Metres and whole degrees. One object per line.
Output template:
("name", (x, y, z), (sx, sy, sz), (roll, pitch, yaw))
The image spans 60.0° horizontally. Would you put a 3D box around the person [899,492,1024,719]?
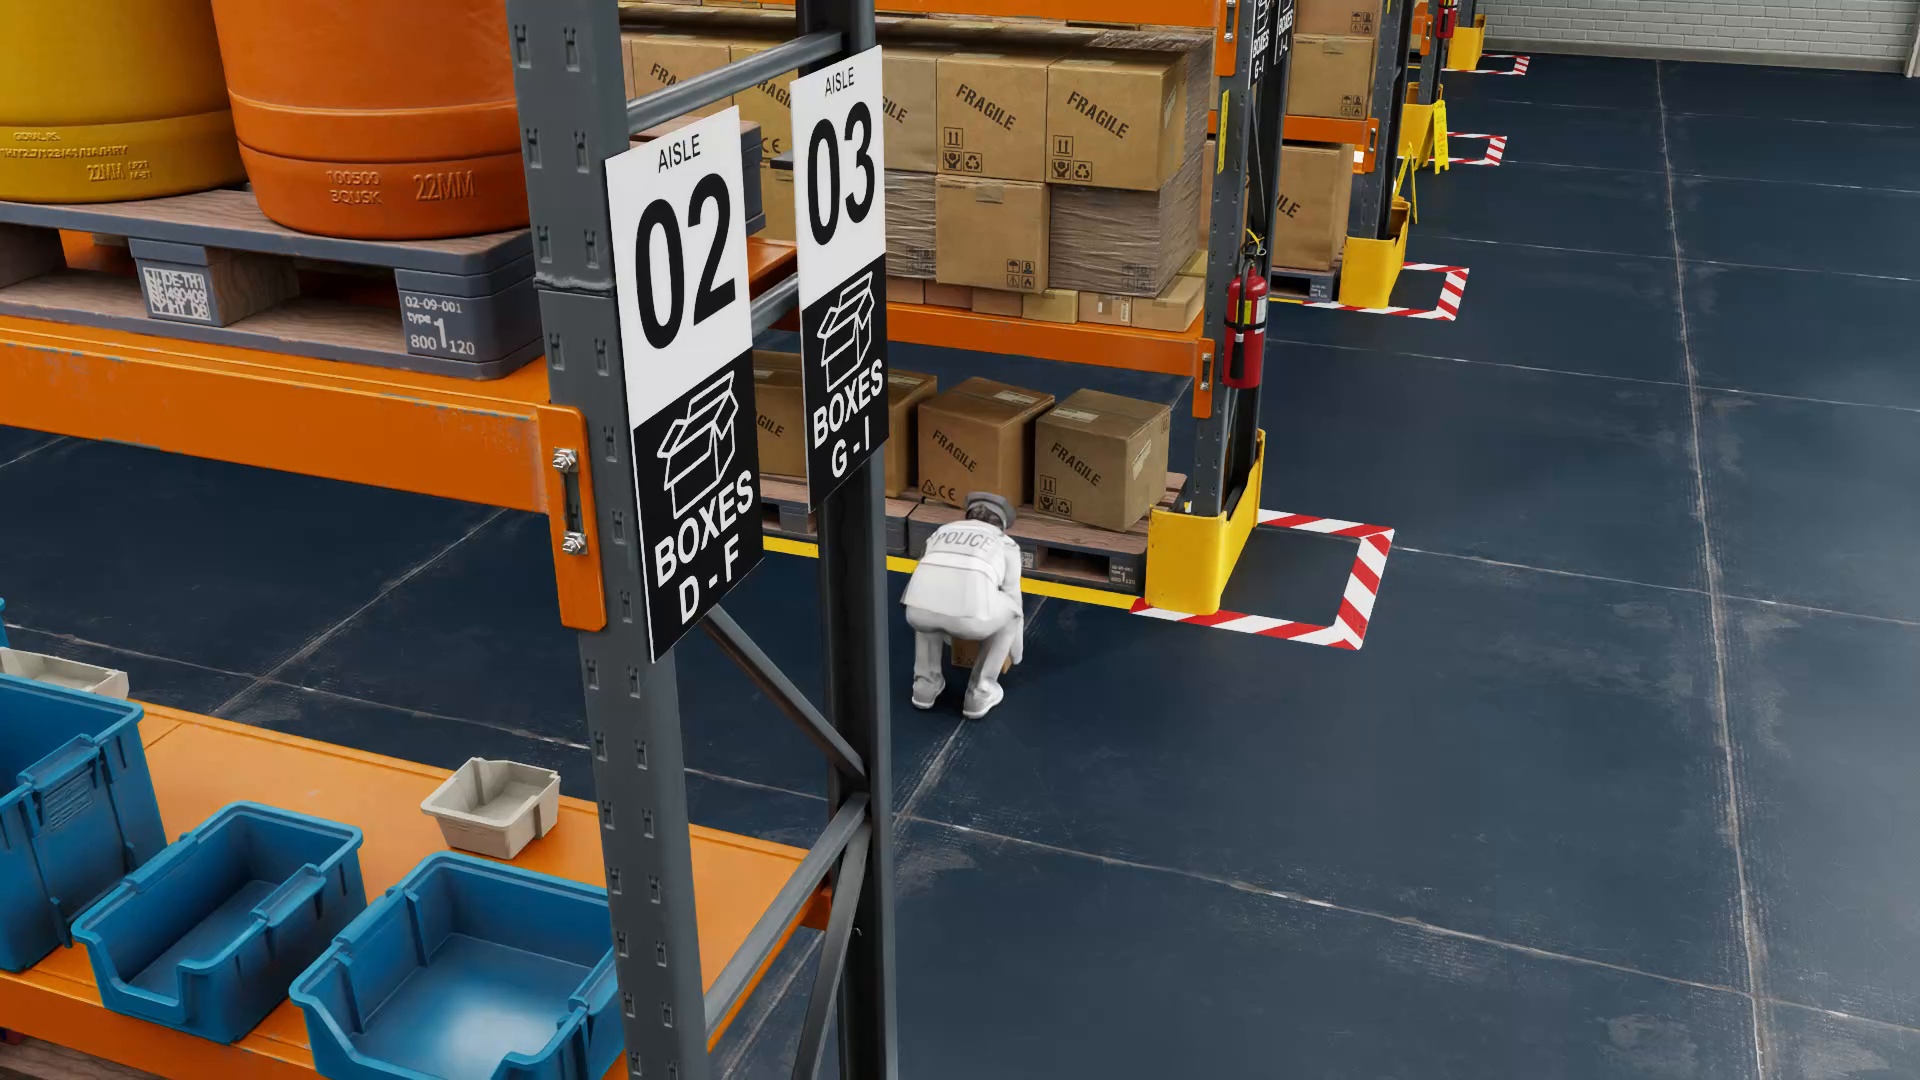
("person", (0.035, 0.282, 7.086), (0.457, 0.774, 0.915), (8, 27, 16))
